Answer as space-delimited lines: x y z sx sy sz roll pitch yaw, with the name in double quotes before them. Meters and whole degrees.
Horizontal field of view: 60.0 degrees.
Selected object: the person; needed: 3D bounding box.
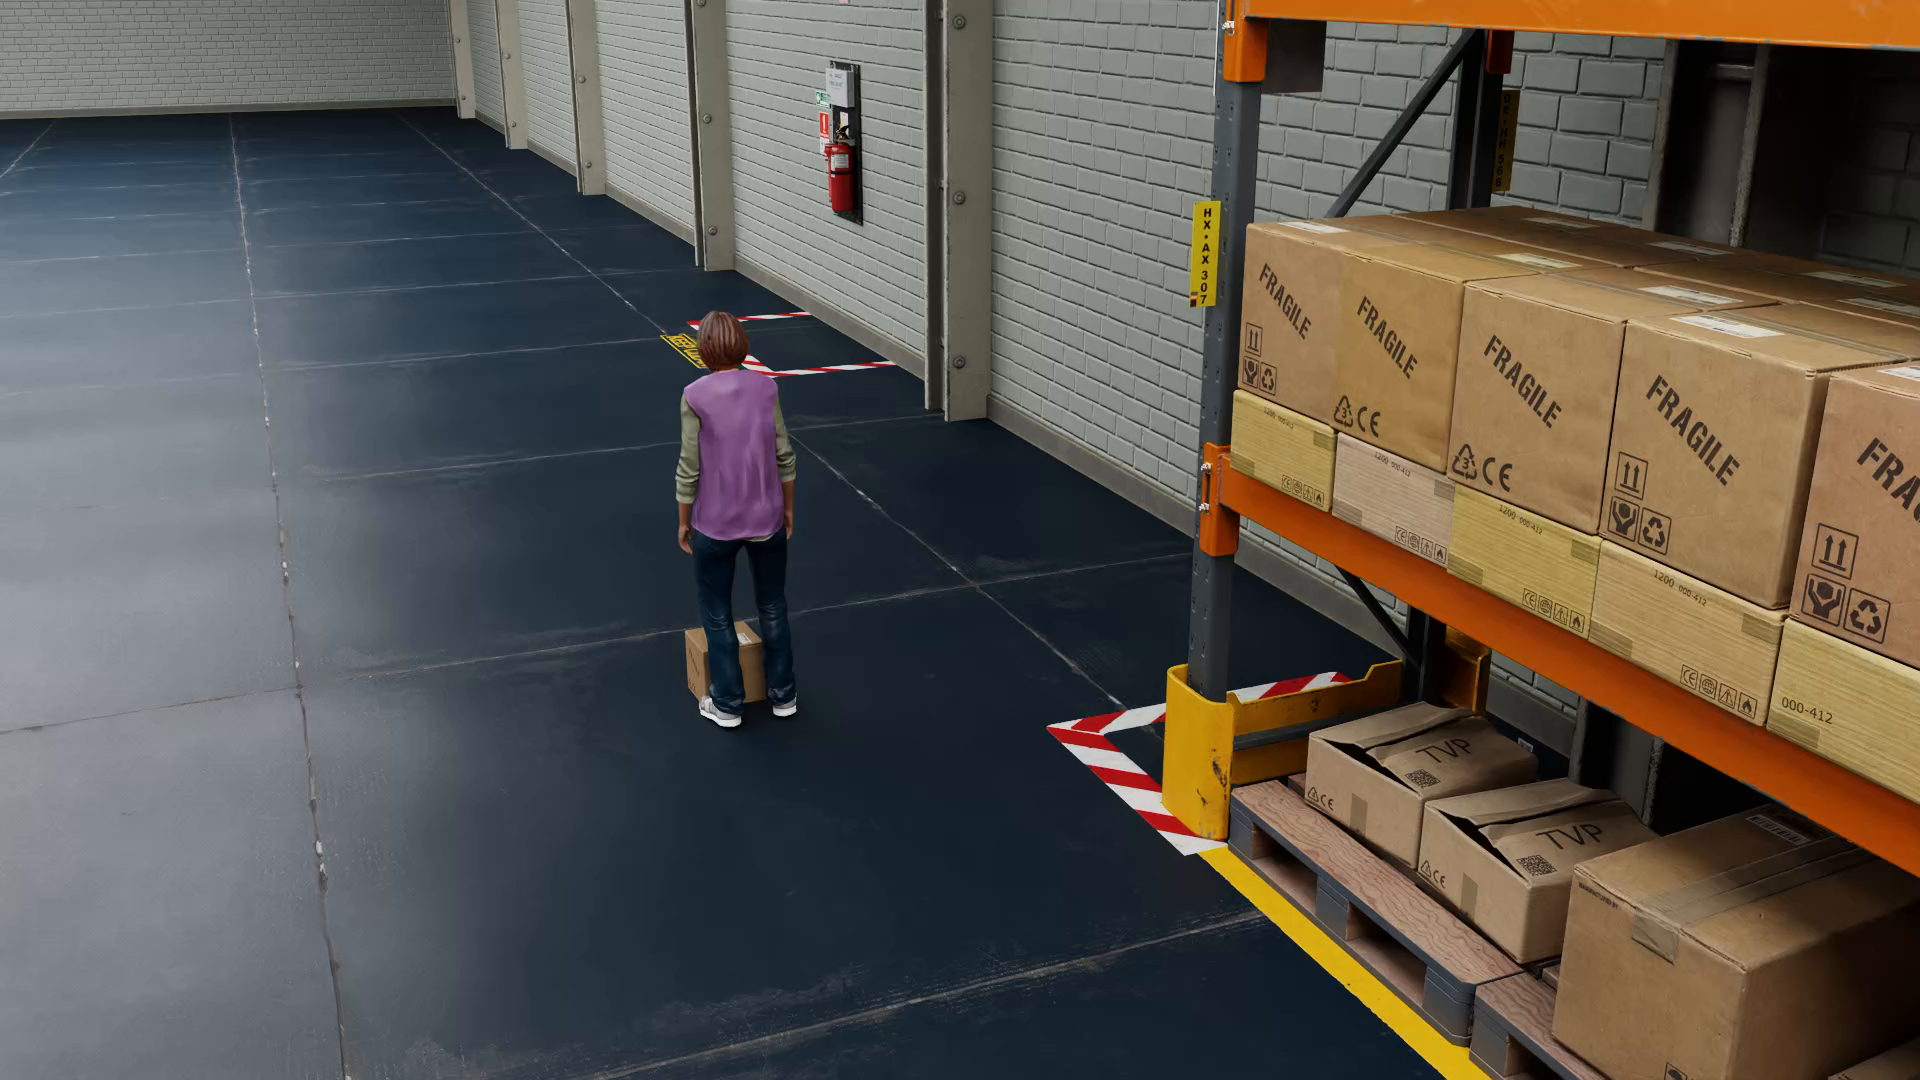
"person" -0.838 -0.061 6.259 0.460 1.592 0.344 -8 21 -22
